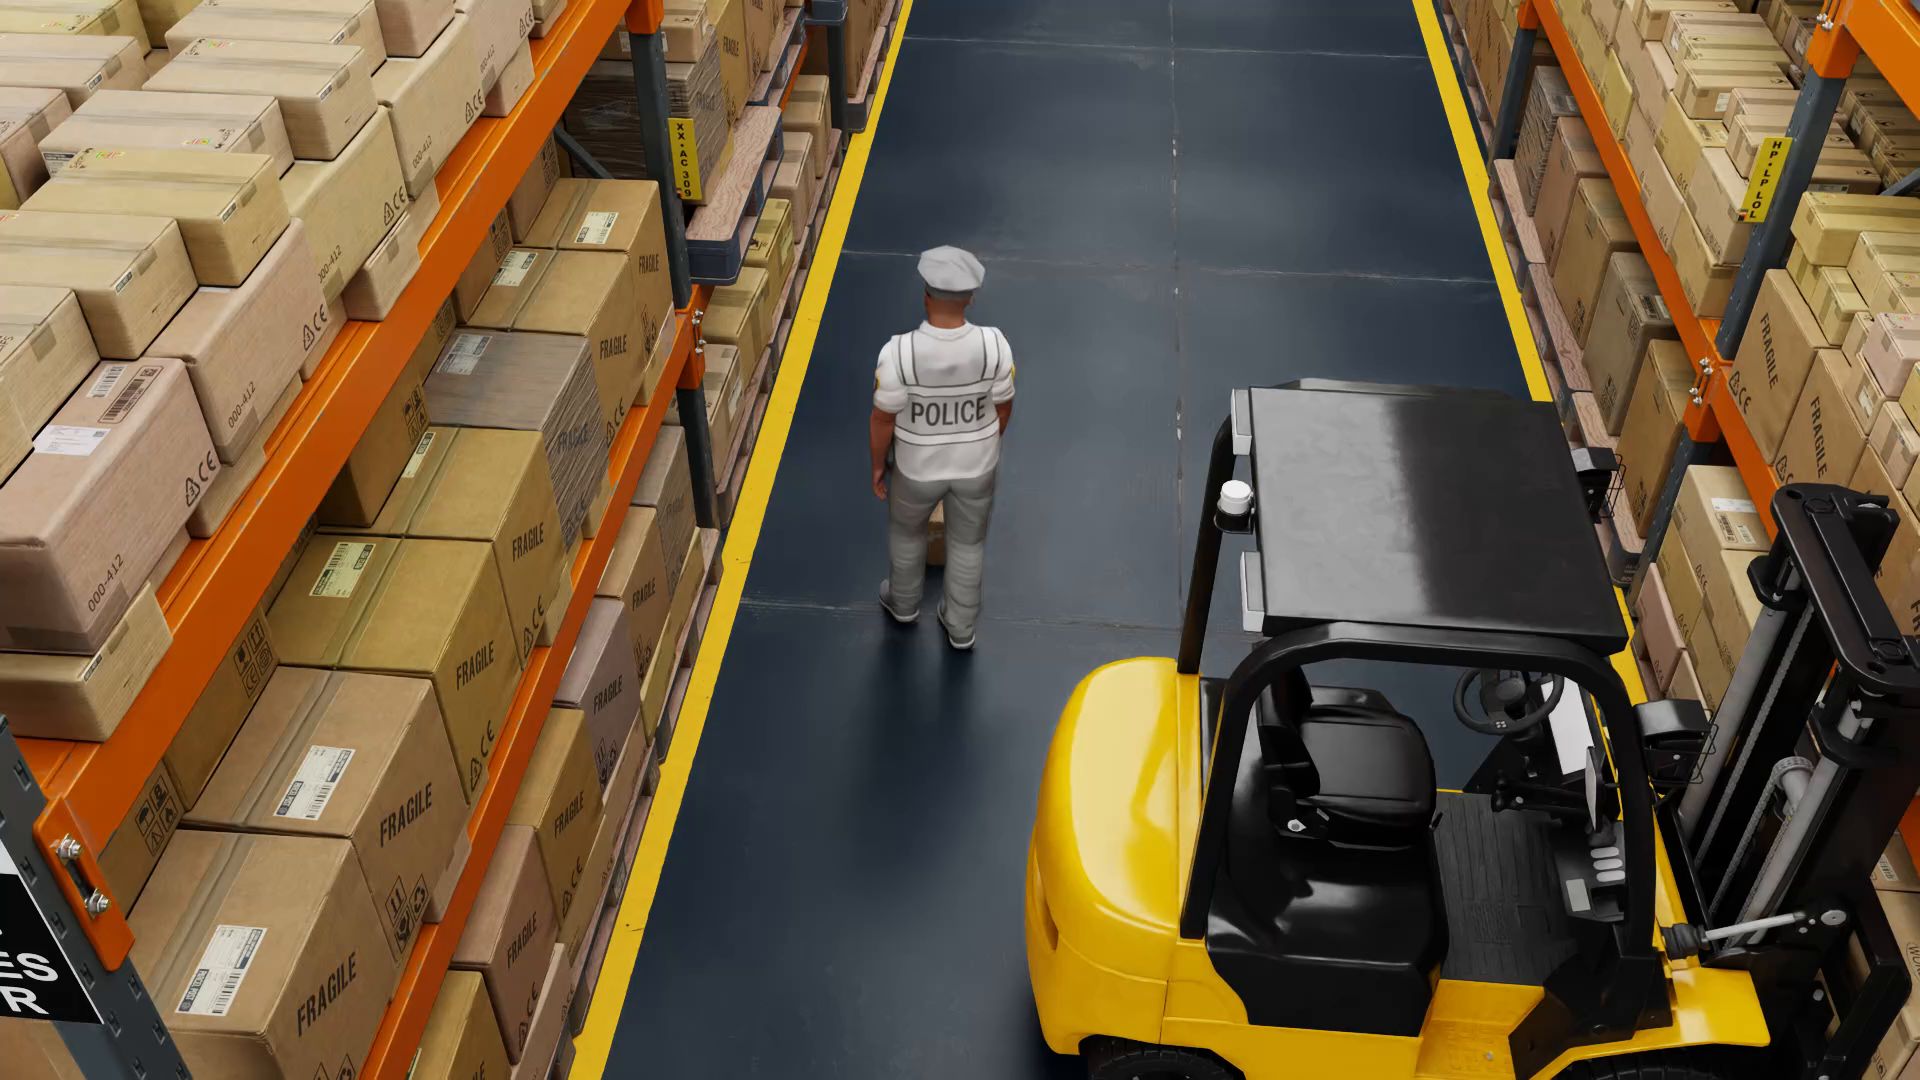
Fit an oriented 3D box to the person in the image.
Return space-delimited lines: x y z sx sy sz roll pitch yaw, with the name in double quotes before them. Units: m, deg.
"person" -0.082 -0.342 6.565 0.559 1.781 0.517 -5 40 -6
